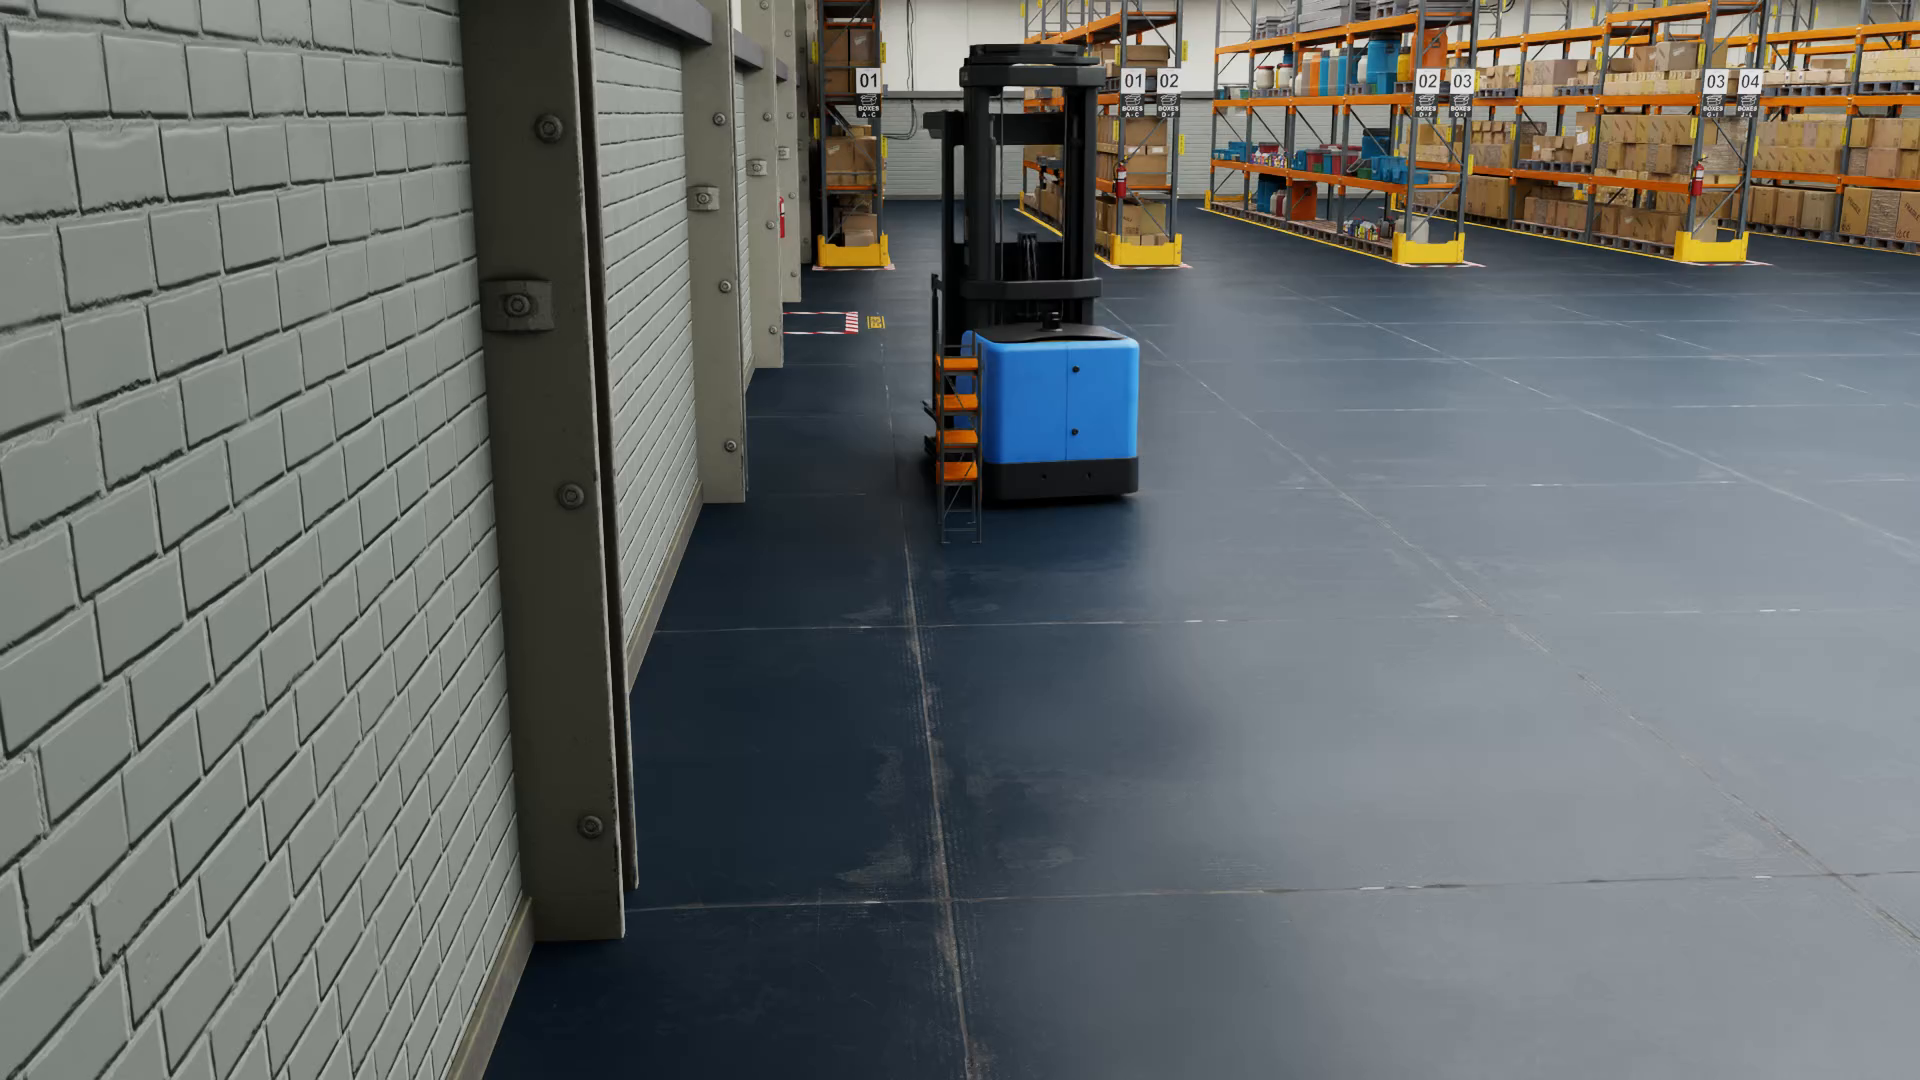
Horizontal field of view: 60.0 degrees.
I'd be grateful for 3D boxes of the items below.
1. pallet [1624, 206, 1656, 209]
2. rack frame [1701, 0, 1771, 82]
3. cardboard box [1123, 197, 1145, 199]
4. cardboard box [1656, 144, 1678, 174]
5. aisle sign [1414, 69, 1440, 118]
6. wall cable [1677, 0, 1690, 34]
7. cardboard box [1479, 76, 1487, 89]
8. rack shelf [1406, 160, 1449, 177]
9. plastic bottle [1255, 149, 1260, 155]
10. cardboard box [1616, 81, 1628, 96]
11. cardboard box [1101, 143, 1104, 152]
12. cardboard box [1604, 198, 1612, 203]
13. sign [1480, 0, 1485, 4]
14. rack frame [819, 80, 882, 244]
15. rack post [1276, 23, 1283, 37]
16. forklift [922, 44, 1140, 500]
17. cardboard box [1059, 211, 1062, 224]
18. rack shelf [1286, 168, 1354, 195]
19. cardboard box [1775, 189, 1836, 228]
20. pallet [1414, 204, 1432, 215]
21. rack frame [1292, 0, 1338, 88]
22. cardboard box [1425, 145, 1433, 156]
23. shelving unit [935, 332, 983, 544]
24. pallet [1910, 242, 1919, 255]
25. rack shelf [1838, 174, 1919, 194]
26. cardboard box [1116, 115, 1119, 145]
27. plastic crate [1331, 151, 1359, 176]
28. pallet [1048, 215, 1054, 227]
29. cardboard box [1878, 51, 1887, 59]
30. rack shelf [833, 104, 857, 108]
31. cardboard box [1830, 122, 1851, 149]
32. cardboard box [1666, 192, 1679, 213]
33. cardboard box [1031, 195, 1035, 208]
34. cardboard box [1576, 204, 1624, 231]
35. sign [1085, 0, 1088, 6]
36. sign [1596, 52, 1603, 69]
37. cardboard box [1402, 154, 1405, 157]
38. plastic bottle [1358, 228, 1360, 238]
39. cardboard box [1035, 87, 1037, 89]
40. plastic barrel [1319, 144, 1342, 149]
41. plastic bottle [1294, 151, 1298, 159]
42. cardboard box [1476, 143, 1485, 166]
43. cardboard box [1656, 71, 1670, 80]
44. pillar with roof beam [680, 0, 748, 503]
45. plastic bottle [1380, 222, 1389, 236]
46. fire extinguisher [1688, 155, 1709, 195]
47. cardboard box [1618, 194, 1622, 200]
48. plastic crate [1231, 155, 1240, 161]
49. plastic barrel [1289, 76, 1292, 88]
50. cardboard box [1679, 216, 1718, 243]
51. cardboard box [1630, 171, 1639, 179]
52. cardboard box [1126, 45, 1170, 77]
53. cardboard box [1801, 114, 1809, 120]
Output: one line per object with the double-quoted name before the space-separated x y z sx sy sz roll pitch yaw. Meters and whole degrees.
"pallet" 17.169 -8.145 41.259 1.003 0.211 1.213 -1 14 -3
"rack frame" 13.032 -9.198 27.718 1.000 3.000 0.127 -1 14 -3
"cardboard box" 3.163 -6.134 31.019 0.500 0.500 0.500 -1 14 -3
"cardboard box" 12.875 -6.745 29.425 0.875 0.500 0.500 -1 14 -3
"aisle sign" 7.797 -7.453 27.757 0.394 0.787 0.004 -1 14 -3
"wall cable" 21.298 -14.741 49.259 0.463 3.000 0.029 -1 14 -3
"cardboard box" 12.267 -10.616 38.584 0.500 0.311 0.500 -1 14 -5
"rack shelf" 12.165 -9.426 42.087 1.077 0.370 4.000 -1 14 -3
"plastic bottle" 7.046 -9.075 39.375 0.144 0.351 0.185 -1 14 -3
"cardboard box" 12.595 -8.421 31.015 0.500 0.250 0.500 -1 14 -4
"cardboard box" 2.785 -7.175 30.389 0.380 0.149 0.250 -1 14 -5
"cardboard box" 16.777 -8.695 42.680 0.380 0.149 0.250 -2 15 -6
"sign" 8.638 -9.028 27.475 0.100 0.325 0.005 -1 14 -3
"rack frame" -1.799 -6.064 27.574 1.000 3.000 0.127 -1 14 -3
"rack post" 7.598 -11.363 37.133 0.937 0.300 0.954 1 14 3
"forklift" 0.358 -1.998 11.911 1.130 2.935 3.031 -3 15 -12
"cardboard box" 2.389 -6.868 35.374 0.500 0.250 0.500 -1 14 -4
"rack shelf" 7.717 -7.360 34.057 1.077 0.370 4.000 -1 14 -3
"cardboard box" 17.557 -6.846 34.287 1.050 0.750 0.750 -1 14 -3
"pallet" 12.241 -8.421 42.334 1.003 0.211 1.213 -1 14 -3
"rack frame" 7.593 -11.112 35.153 1.000 3.000 0.127 -1 14 -3
"cardboard box" 11.933 -9.710 41.451 0.500 0.250 0.500 -1 14 -2
"shelving unit" -0.010 -0.622 10.037 0.258 1.200 0.503 -1 14 -3
"pallet" 17.861 -5.192 29.781 1.003 0.211 1.213 -1 14 -3
"rack shelf" 17.865 -6.494 30.688 1.077 0.370 4.000 -1 14 -3
"cardboard box" 3.087 -7.078 28.712 0.700 0.500 0.500 -1 14 -5
"plastic crate" 7.506 -7.358 32.476 0.402 0.464 0.583 -1 14 -3
"pallet" 2.568 -7.269 37.855 1.003 0.211 1.213 -1 14 -3
"cardboard box" 17.457 -9.086 31.162 0.380 0.149 0.250 -1 14 -4
"rack shelf" -2.666 -10.650 40.822 1.077 0.370 4.000 -1 14 -3
"cardboard box" 17.705 -7.995 32.874 0.700 0.500 0.500 -1 14 -4
"cardboard box" 17.061 -8.002 39.282 0.500 0.500 0.500 0 14 -1
"cardboard box" 2.036 -8.360 41.013 0.500 0.311 0.500 -1 14 -3
"cardboard box" 12.768 -6.443 33.183 0.700 0.500 0.500 -2 15 -8
"sign" 2.955 -12.570 38.629 0.100 0.325 0.005 -1 14 -3
"sign" 12.231 -9.172 31.808 0.100 0.325 0.005 -1 14 -3
"cardboard box" 11.751 -9.993 43.351 0.380 0.149 0.250 -1 14 -4
"plastic bottle" 7.483 -5.744 31.066 0.097 0.201 0.097 0 14 0
"cardboard box" 2.073 -10.989 39.994 0.500 0.250 0.500 -1 14 -3
"plastic barrel" 7.924 -8.161 35.454 0.600 0.536 0.708 -1 14 -3
"plastic bottle" 7.654 -8.644 37.701 0.144 0.351 0.185 -1 14 -3
"cardboard box" 12.168 -8.830 38.124 0.500 0.500 0.500 -1 14 -2
"cardboard box" 12.630 -8.254 29.568 0.380 0.149 0.250 -2 15 -6
"pillar with roof beam" 2.706 -4.720 10.310 9.100 9.000 0.400 -1 14 -3
"plastic bottle" 8.034 -5.893 31.495 0.152 0.276 0.135 -1 14 -3
"fire extinguisher" 12.580 -6.220 28.337 0.296 0.674 0.183 -1 14 -3
"cardboard box" 16.896 -8.697 42.088 0.380 0.149 0.250 -2 15 -6
"plastic crate" 6.938 -9.531 41.458 0.293 0.136 0.466 -1 14 -3
"plastic barrel" 7.381 -10.060 36.520 0.301 0.262 0.301 0 14 0
"cardboard box" 13.010 -5.441 29.329 0.500 0.500 0.500 2 15 7
"cardboard box" 12.604 -6.735 30.688 0.380 0.149 0.250 -1 14 -3
"cardboard box" 3.113 -8.058 27.974 0.797 0.503 0.637 0 14 0
"cardboard box" 21.732 -10.793 42.446 0.380 0.149 0.250 -1 14 -5
